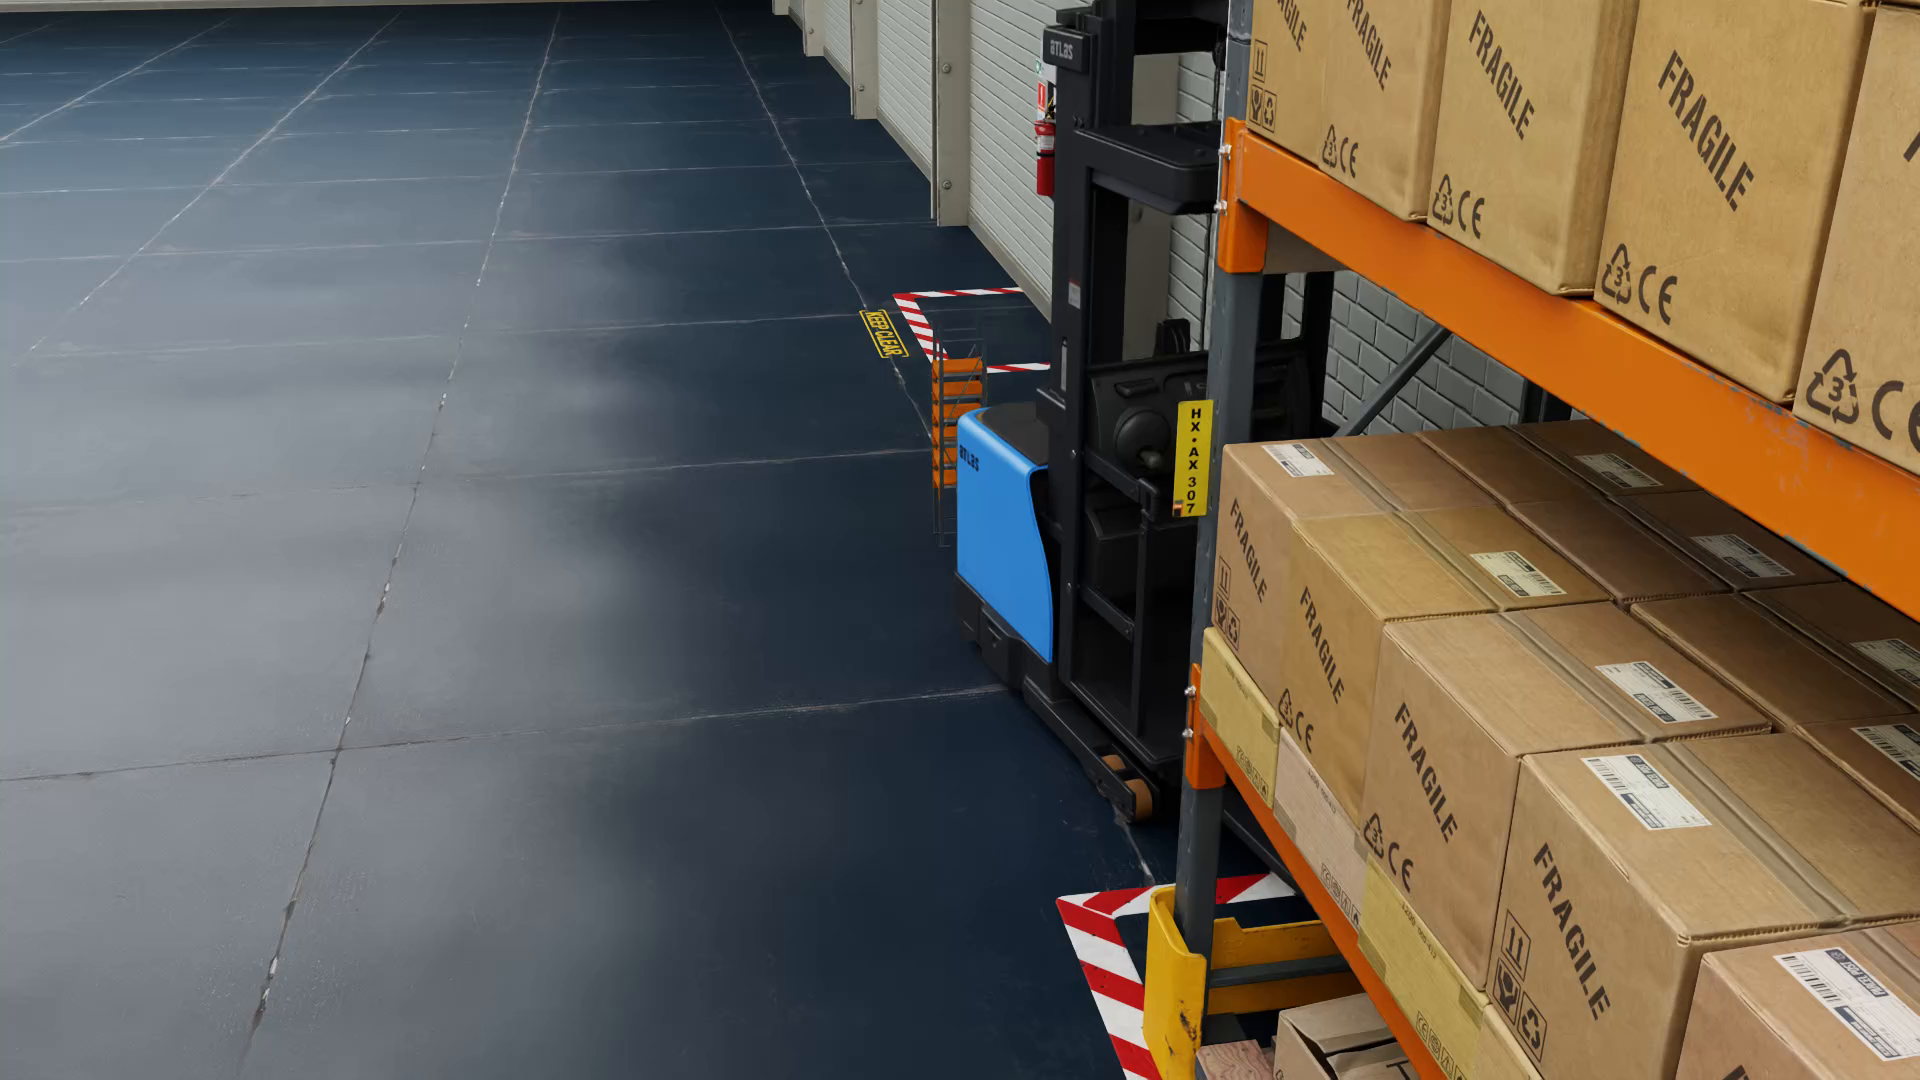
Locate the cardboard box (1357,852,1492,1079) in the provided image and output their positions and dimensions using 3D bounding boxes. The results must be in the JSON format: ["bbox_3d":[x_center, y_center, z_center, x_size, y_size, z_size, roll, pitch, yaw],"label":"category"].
[{"bbox_3d":[1.130,0.821,3.284,0.500,0.250,0.500,-5,24,-11],"label":"cardboard box"}]

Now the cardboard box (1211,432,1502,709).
[{"bbox_3d":[0.947,0.068,4.071,0.500,0.500,0.500,-4,24,-10],"label":"cardboard box"}]

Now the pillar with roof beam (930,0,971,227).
[{"bbox_3d":[-4.316,-6.797,13.070,9.100,9.000,0.400,-4,24,-10],"label":"pillar with roof beam"}]

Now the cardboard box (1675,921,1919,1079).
[{"bbox_3d":[1.322,0.874,2.227,0.500,0.500,0.500,-5,24,-11],"label":"cardboard box"}]

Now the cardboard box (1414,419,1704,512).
[{"bbox_3d":[1.450,0.028,4.164,0.500,0.500,0.500,-5,24,-10],"label":"cardboard box"}]

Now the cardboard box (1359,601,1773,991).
[{"bbox_3d":[1.118,0.467,3.158,0.500,0.500,0.500,-5,24,-11],"label":"cardboard box"}]

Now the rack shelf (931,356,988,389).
[{"bbox_3d":[-0.003,-0.845,8.397,0.258,0.103,0.180,-4,24,-10],"label":"rack shelf"}]

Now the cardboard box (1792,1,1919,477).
[{"bbox_3d":[1.337,-0.309,1.813,0.500,0.500,0.500,-5,24,-12],"label":"cardboard box"}]

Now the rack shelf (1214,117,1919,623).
[{"bbox_3d":[1.524,-0.116,2.419,1.077,0.370,4.000,-4,24,-10],"label":"rack shelf"}]

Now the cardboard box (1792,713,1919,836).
[{"bbox_3d":[1.726,0.628,2.790,0.500,0.500,0.500,-4,24,-9],"label":"cardboard box"}]

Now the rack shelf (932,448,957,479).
[{"bbox_3d":[-0.003,-0.405,8.589,0.258,0.103,0.180,-4,24,-10],"label":"rack shelf"}]

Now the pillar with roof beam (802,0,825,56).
[{"bbox_3d":[-6.535,-11.517,23.877,9.100,9.000,0.400,-4,24,-10],"label":"pillar with roof beam"}]

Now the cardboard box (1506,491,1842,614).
[{"bbox_3d":[1.533,0.227,3.709,0.500,0.500,0.500,-4,24,-9],"label":"cardboard box"}]

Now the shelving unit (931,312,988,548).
[{"bbox_3d":[-0.003,-0.556,8.523,0.258,1.200,0.189,-4,24,-10],"label":"shelving unit"}]

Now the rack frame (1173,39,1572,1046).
[{"bbox_3d":[1.154,0.142,4.676,1.000,3.000,0.127,-4,24,-10],"label":"rack frame"}]

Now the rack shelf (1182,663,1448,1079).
[{"bbox_3d":[1.524,1.259,3.019,1.077,0.370,4.000,-4,24,-10],"label":"rack shelf"}]

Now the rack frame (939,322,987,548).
[{"bbox_3d":[0.014,-0.520,8.440,0.240,1.200,0.006,-4,24,-10],"label":"rack frame"}]

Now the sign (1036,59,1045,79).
[{"bbox_3d":[0.596,-3.463,12.225,0.001,0.109,0.331,-4,24,-10],"label":"sign"}]

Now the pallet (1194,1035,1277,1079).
[{"bbox_3d":[1.283,1.772,4.428,1.003,0.211,1.213,-4,24,-10],"label":"pallet"}]

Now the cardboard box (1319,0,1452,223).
[{"bbox_3d":[1.034,-0.923,3.219,0.500,0.500,0.500,-3,24,-6],"label":"cardboard box"}]

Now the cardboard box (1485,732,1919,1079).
[{"bbox_3d":[1.225,0.669,2.695,0.500,0.500,0.500,-4,24,-8],"label":"cardboard box"}]

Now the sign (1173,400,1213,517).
[{"bbox_3d":[0.621,-0.214,4.411,0.100,0.325,0.005,-4,24,-10],"label":"sign"}]

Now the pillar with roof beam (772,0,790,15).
[{"bbox_3d":[-7.645,-13.877,29.280,9.100,9.000,0.400,-4,24,-10],"label":"pillar with roof beam"}]

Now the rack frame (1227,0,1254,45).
[{"bbox_3d":[1.154,-2.607,3.476,1.000,3.000,0.127,-4,24,-10],"label":"rack frame"}]

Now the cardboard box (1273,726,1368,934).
[{"bbox_3d":[1.042,0.621,3.744,0.500,0.250,0.500,-5,24,-11],"label":"cardboard box"}]

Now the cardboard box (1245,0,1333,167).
[{"bbox_3d":[0.970,-1.137,3.708,0.500,0.500,0.500,-4,24,-8],"label":"cardboard box"}]

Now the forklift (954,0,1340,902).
[{"bbox_3d":[1.012,-0.466,6.155,1.130,2.935,3.031,-10,25,-21],"label":"forklift"}]

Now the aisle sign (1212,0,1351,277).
[{"bbox_3d":[0.846,-1.055,4.170,0.394,0.787,0.004,-4,24,-10],"label":"aisle sign"}]

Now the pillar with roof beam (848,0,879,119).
[{"bbox_3d":[-5.426,-9.157,18.473,9.100,9.000,0.400,-4,24,-10],"label":"pillar with roof beam"}]

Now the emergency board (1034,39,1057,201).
[{"bbox_3d":[0.604,-2.981,11.828,0.194,1.169,0.643,-4,24,-10],"label":"emergency board"}]

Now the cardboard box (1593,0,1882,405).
[{"bbox_3d":[1.254,-0.510,2.273,0.500,0.500,0.500,-3,24,-6],"label":"cardboard box"}]

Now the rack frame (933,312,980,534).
[{"bbox_3d":[-0.020,-0.592,8.605,0.240,1.200,0.006,-4,24,-10],"label":"rack frame"}]

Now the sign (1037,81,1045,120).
[{"bbox_3d":[0.604,-3.223,12.336,0.001,0.329,0.234,-4,24,-10],"label":"sign"}]

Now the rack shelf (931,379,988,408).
[{"bbox_3d":[-0.003,-0.735,8.445,0.258,0.103,0.180,-4,24,-10],"label":"rack shelf"}]

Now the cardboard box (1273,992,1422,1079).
[{"bbox_3d":[1.193,1.452,4.488,0.500,0.311,0.500,-7,25,-16],"label":"cardboard box"}]

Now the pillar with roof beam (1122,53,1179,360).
[{"bbox_3d":[-3.207,-4.437,7.666,9.100,9.000,0.400,-4,24,-10],"label":"pillar with roof beam"}]

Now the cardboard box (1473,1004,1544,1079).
[{"bbox_3d":[1.222,1.020,2.828,0.500,0.250,0.500,-4,24,-9],"label":"cardboard box"}]

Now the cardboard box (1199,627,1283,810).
[{"bbox_3d":[0.932,0.417,4.209,0.500,0.250,0.500,-5,24,-11],"label":"cardboard box"}]

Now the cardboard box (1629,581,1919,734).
[{"bbox_3d":[1.633,0.430,3.244,0.500,0.500,0.500,-5,24,-11],"label":"cardboard box"}]

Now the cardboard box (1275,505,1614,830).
[{"bbox_3d":[1.028,0.263,3.625,0.500,0.500,0.500,-4,24,-10],"label":"cardboard box"}]

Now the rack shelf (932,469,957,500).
[{"bbox_3d":[-0.003,-0.295,8.637,0.258,0.103,0.180,-4,24,-10],"label":"rack shelf"}]

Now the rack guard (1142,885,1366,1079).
[{"bbox_3d":[1.168,1.318,5.108,1.175,0.500,0.348,-4,24,-10],"label":"rack guard"}]

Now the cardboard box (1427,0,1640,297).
[{"bbox_3d":[1.134,-0.719,2.752,0.500,0.500,0.500,-3,24,-7],"label":"cardboard box"}]

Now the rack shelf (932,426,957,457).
[{"bbox_3d":[-0.003,-0.515,8.541,0.258,0.103,0.180,-4,24,-10],"label":"rack shelf"}]

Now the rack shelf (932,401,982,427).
[{"bbox_3d":[-0.003,-0.625,8.493,0.258,0.103,0.180,-4,24,-10],"label":"rack shelf"}]
